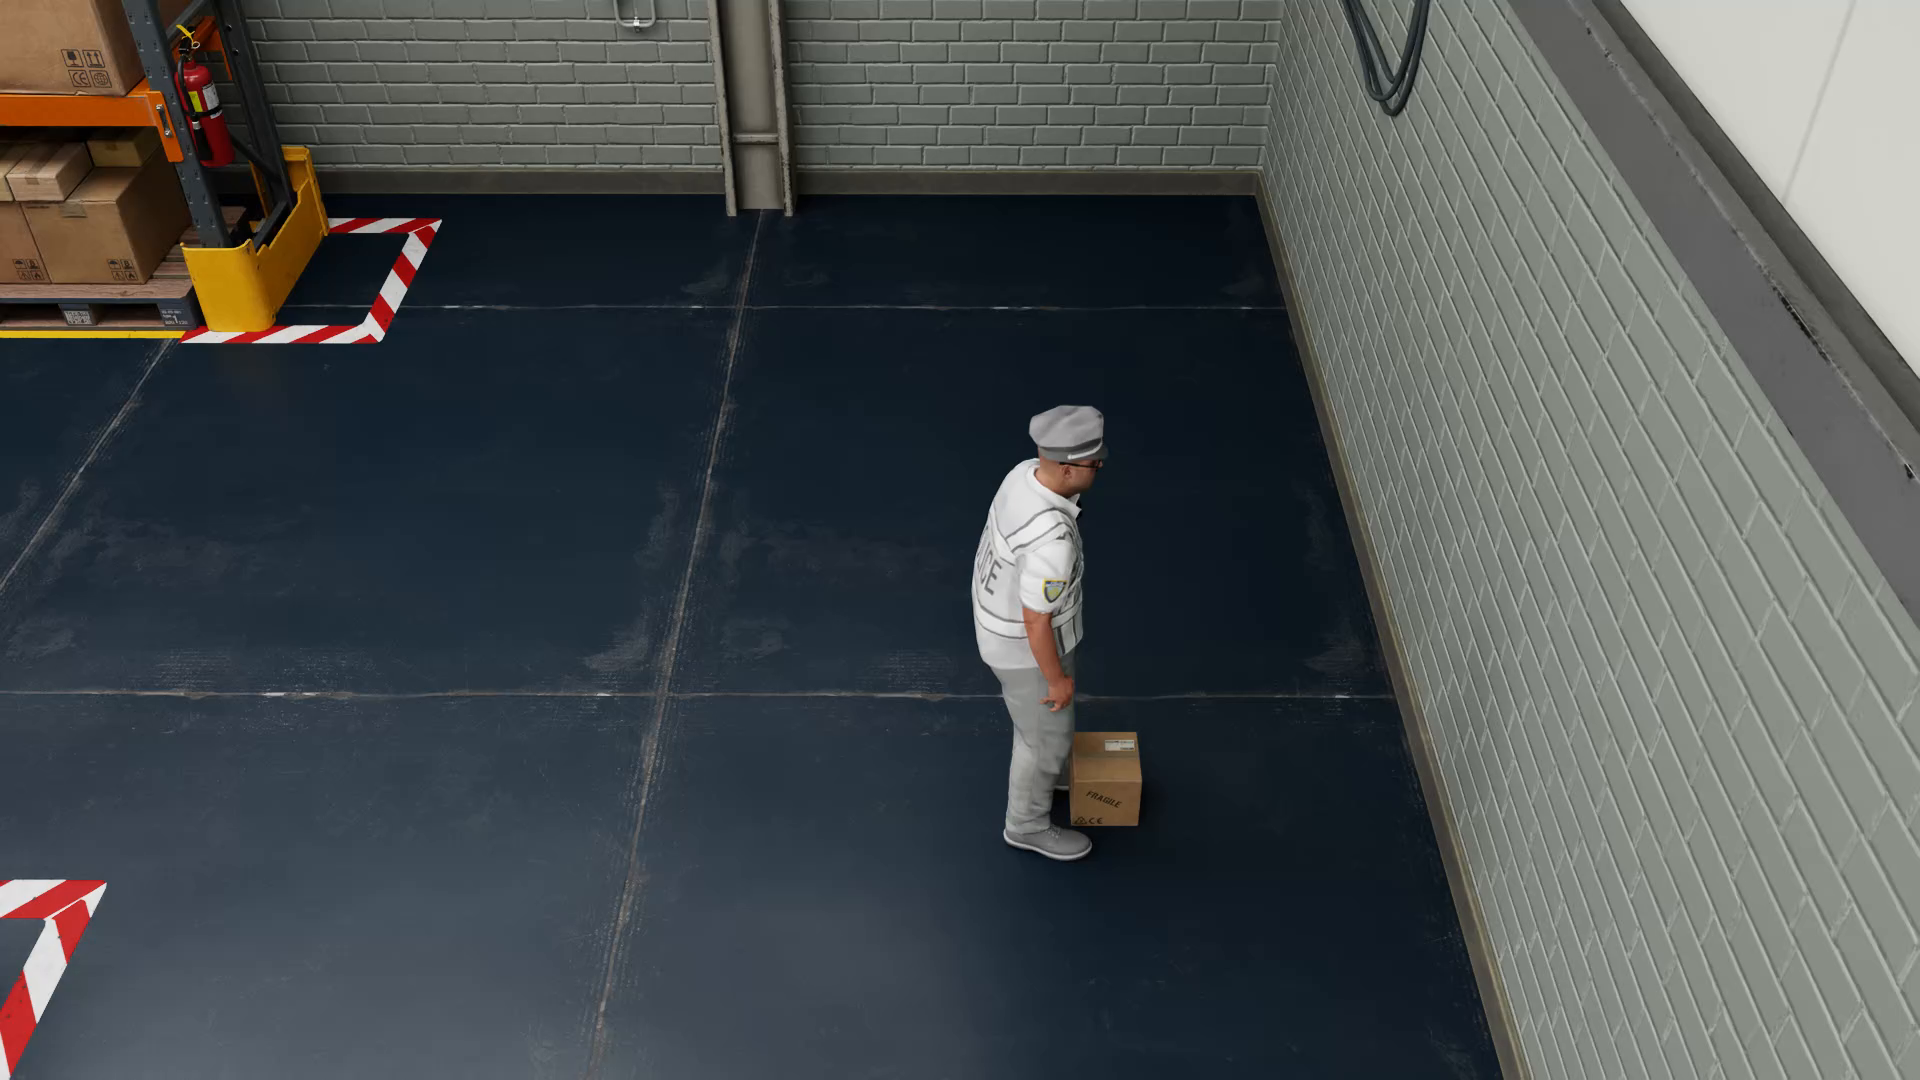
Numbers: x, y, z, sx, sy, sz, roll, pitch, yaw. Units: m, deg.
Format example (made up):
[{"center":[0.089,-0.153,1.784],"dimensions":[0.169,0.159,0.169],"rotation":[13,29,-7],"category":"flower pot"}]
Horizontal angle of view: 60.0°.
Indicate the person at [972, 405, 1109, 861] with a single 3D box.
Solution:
[{"center":[0.285,0.317,5.763],"dimensions":[0.479,1.747,0.605],"rotation":[-2,39,-3],"category":"person"}]
